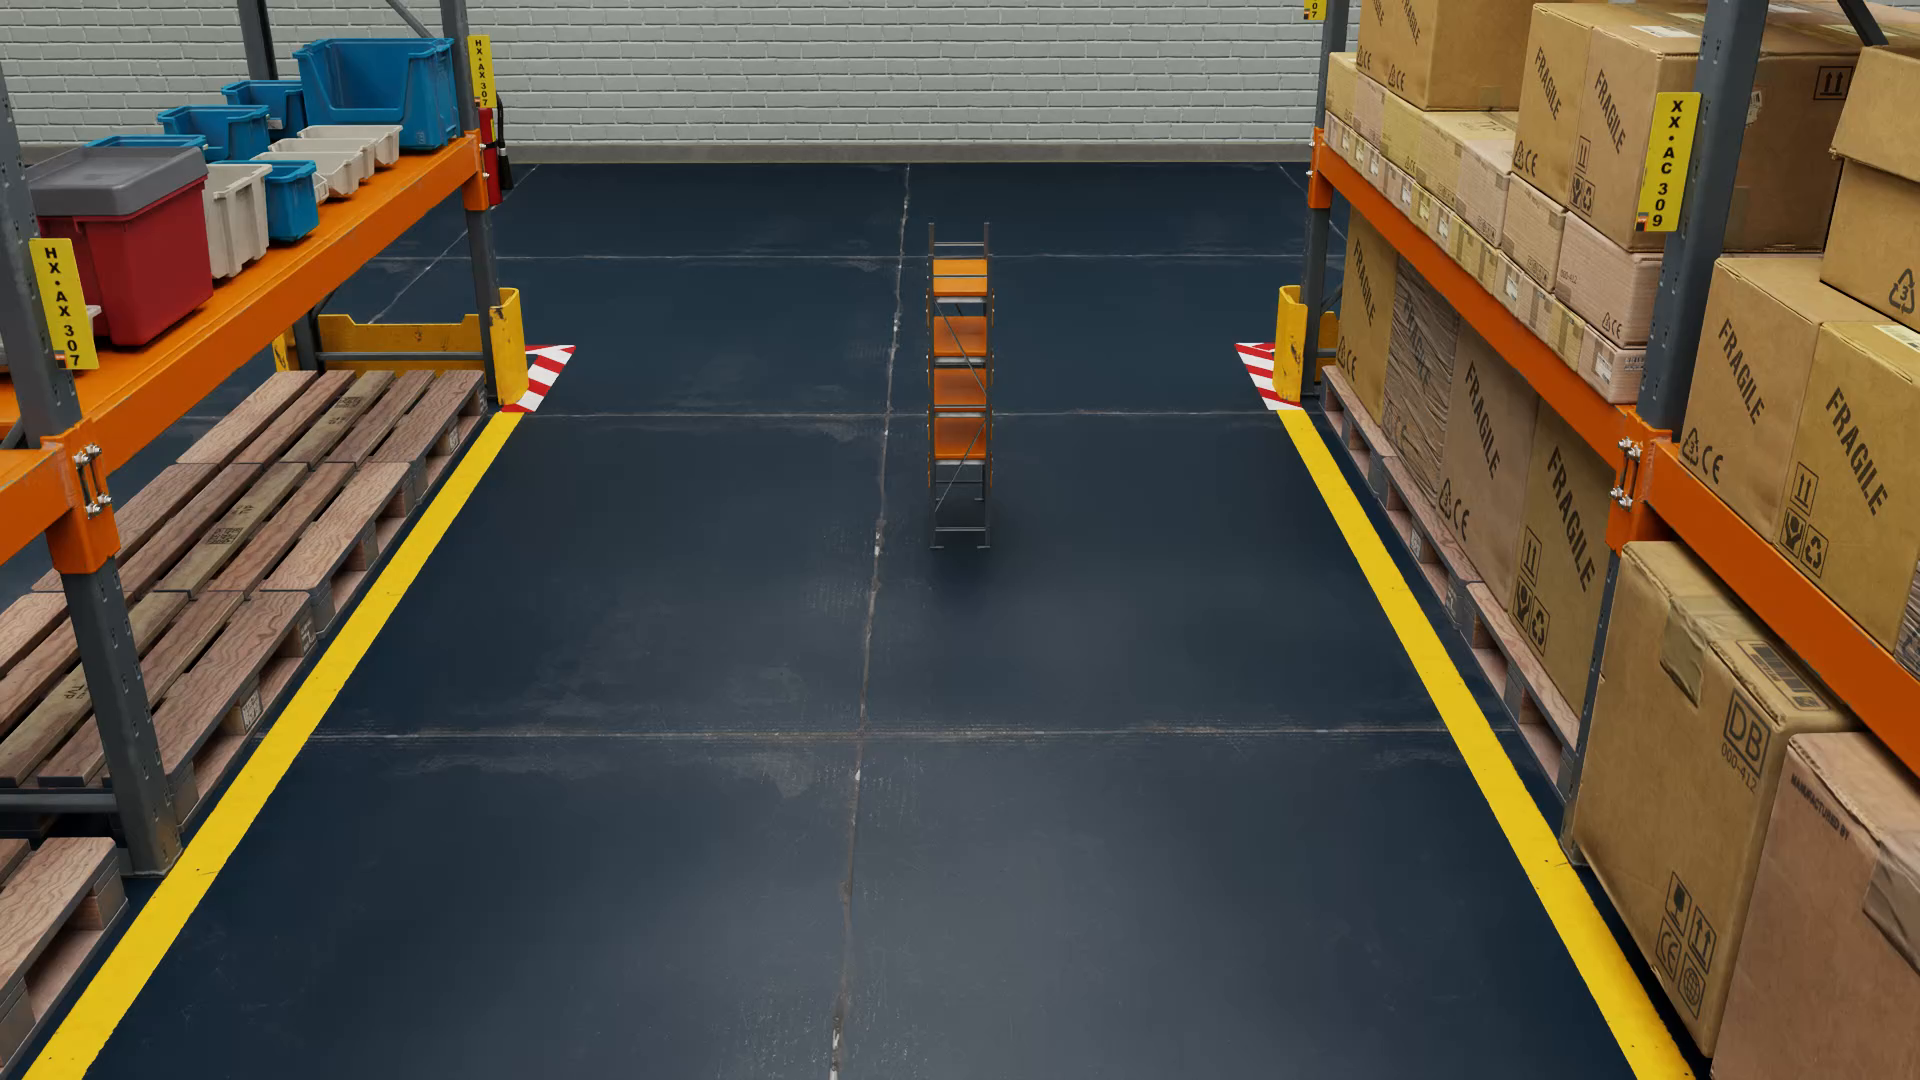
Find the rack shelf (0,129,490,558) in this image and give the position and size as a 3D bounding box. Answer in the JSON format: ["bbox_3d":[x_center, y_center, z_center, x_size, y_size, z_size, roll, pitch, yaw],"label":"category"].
[{"bbox_3d":[-2.746,-0.939,6.059,1.077,0.370,4.000,0,24,-1],"label":"rack shelf"}]

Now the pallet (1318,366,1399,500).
[{"bbox_3d":[2.272,-0.513,7.629,1.003,0.211,1.213,0,24,-1],"label":"pallet"}]

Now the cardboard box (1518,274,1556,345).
[{"bbox_3d":[1.892,-0.686,4.933,0.380,0.149,0.250,-1,24,-1],"label":"cardboard box"}]

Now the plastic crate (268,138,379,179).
[{"bbox_3d":[-2.589,-1.543,6.770,0.396,0.136,0.243,0,24,-1],"label":"plastic crate"}]

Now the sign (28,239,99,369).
[{"bbox_3d":[-2.174,-0.570,4.035,0.100,0.325,0.005,0,24,-1],"label":"sign"}]

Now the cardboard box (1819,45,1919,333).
[{"bbox_3d":[2.244,-0.704,3.329,0.797,0.503,0.637,-1,24,-2],"label":"cardboard box"}]

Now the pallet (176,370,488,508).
[{"bbox_3d":[-2.797,-0.480,7.556,1.003,0.211,1.213,0,24,-1],"label":"pallet"}]

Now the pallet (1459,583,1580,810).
[{"bbox_3d":[2.299,0.492,5.406,1.003,0.211,1.213,0,24,-1],"label":"pallet"}]

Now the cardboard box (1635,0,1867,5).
[{"bbox_3d":[2.471,-1.490,5.315,0.500,0.500,0.500,-1,24,-2],"label":"cardboard box"}]

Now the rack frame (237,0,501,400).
[{"bbox_3d":[-2.768,-2.091,7.733,1.000,3.000,0.127,0,24,-1],"label":"rack frame"}]

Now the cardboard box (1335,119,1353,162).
[{"bbox_3d":[1.863,-1.745,7.274,0.380,0.149,0.250,-1,24,-1],"label":"cardboard box"}]

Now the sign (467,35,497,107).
[{"bbox_3d":[-2.218,-2.174,7.720,0.100,0.325,0.005,0,24,-1],"label":"sign"}]

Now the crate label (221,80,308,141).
[{"bbox_3d":[-3.094,-1.939,7.527,0.416,0.233,0.303,0,24,-1],"label":"crate label"}]

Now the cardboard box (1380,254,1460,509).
[{"bbox_3d":[2.282,-0.698,6.722,0.875,0.875,0.875,0,24,-1],"label":"cardboard box"}]

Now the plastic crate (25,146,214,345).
[{"bbox_3d":[-2.483,-0.868,4.879,0.402,0.464,0.583,0,24,-1],"label":"plastic crate"}]

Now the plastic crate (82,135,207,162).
[{"bbox_3d":[-3.080,-1.396,6.327,0.416,0.233,0.300,0,24,-1],"label":"plastic crate"}]

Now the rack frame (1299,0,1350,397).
[{"bbox_3d":[2.185,-2.113,7.782,1.000,3.000,0.127,0,24,-1],"label":"rack frame"}]

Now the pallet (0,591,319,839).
[{"bbox_3d":[-2.771,0.525,5.333,1.003,0.211,1.213,0,24,-1],"label":"pallet"}]

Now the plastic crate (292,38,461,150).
[{"bbox_3d":[-2.577,-1.997,7.410,0.616,0.435,0.499,0,24,-1],"label":"plastic crate"}]

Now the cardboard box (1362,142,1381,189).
[{"bbox_3d":[1.870,-1.532,6.803,0.380,0.149,0.250,-1,24,-1],"label":"cardboard box"}]

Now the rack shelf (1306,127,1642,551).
[{"bbox_3d":[2.207,-0.961,6.108,1.077,0.370,4.000,0,24,-1],"label":"rack shelf"}]

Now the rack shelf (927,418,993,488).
[{"bbox_3d":[-0.002,-0.373,6.763,0.258,0.148,0.480,0,24,-1],"label":"rack shelf"}]

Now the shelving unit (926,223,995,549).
[{"bbox_3d":[-0.002,-0.615,6.654,0.258,1.200,0.503,0,24,-1],"label":"shelving unit"}]

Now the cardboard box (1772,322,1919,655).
[{"bbox_3d":[1.990,-0.113,3.238,0.500,0.500,0.500,0,24,0],"label":"cardboard box"}]

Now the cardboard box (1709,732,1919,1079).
[{"bbox_3d":[2.266,0.944,3.092,1.225,0.875,0.875,-1,24,-2],"label":"cardboard box"}]

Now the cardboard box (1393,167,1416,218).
[{"bbox_3d":[1.875,-1.321,6.336,0.380,0.149,0.250,-1,24,-1],"label":"cardboard box"}]

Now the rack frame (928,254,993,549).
[{"bbox_3d":[0.001,-0.514,6.431,0.240,1.200,0.015,0,24,-1],"label":"rack frame"}]

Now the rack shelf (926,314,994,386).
[{"bbox_3d":[-0.002,-0.757,6.589,0.258,0.148,0.480,0,24,-1],"label":"rack shelf"}]

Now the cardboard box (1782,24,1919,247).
[{"bbox_3d":[2.479,-1.072,4.392,0.500,0.500,0.500,0,24,-1],"label":"cardboard box"}]

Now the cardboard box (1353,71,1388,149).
[{"bbox_3d":[1.933,-1.767,6.838,0.500,0.250,0.500,-1,24,-1],"label":"cardboard box"}]

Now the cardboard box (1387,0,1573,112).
[{"bbox_3d":[1.938,-1.904,6.230,0.500,0.500,0.500,-1,24,-2],"label":"cardboard box"}]

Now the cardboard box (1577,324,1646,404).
[{"bbox_3d":[1.898,-0.475,4.464,0.380,0.149,0.250,0,24,0],"label":"cardboard box"}]

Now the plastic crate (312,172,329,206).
[{"bbox_3d":[-2.540,-1.307,6.247,0.298,0.136,0.250,0,24,-1],"label":"plastic crate"}]

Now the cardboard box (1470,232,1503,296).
[{"bbox_3d":[1.886,-0.899,5.402,0.380,0.149,0.250,0,24,0],"label":"cardboard box"}]

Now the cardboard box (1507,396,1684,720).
[{"bbox_3d":[2.302,0.040,5.091,0.875,0.875,0.875,0,24,-1],"label":"cardboard box"}]

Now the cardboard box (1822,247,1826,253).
[{"bbox_3d":[2.486,-0.727,4.538,0.500,0.250,0.500,-1,24,-2],"label":"cardboard box"}]

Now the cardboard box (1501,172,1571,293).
[{"bbox_3d":[1.953,-0.926,4.979,0.500,0.250,0.500,0,24,1],"label":"cardboard box"}]

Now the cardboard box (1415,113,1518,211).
[{"bbox_3d":[1.946,-1.345,5.905,0.500,0.250,0.500,-1,24,-2],"label":"cardboard box"}]

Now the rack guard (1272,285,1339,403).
[{"bbox_3d":[2.185,-0.984,8.319,1.175,0.500,0.348,0,24,-1],"label":"rack guard"}]

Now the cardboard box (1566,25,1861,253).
[{"bbox_3d":[1.956,-1.062,4.369,0.500,0.500,0.500,0,24,1],"label":"cardboard box"}]

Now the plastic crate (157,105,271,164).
[{"bbox_3d":[-3.087,-1.667,6.927,0.416,0.233,0.300,0,24,-1],"label":"plastic crate"}]

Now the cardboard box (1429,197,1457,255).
[{"bbox_3d":[1.882,-1.109,5.867,0.380,0.149,0.250,0,24,0],"label":"cardboard box"}]
